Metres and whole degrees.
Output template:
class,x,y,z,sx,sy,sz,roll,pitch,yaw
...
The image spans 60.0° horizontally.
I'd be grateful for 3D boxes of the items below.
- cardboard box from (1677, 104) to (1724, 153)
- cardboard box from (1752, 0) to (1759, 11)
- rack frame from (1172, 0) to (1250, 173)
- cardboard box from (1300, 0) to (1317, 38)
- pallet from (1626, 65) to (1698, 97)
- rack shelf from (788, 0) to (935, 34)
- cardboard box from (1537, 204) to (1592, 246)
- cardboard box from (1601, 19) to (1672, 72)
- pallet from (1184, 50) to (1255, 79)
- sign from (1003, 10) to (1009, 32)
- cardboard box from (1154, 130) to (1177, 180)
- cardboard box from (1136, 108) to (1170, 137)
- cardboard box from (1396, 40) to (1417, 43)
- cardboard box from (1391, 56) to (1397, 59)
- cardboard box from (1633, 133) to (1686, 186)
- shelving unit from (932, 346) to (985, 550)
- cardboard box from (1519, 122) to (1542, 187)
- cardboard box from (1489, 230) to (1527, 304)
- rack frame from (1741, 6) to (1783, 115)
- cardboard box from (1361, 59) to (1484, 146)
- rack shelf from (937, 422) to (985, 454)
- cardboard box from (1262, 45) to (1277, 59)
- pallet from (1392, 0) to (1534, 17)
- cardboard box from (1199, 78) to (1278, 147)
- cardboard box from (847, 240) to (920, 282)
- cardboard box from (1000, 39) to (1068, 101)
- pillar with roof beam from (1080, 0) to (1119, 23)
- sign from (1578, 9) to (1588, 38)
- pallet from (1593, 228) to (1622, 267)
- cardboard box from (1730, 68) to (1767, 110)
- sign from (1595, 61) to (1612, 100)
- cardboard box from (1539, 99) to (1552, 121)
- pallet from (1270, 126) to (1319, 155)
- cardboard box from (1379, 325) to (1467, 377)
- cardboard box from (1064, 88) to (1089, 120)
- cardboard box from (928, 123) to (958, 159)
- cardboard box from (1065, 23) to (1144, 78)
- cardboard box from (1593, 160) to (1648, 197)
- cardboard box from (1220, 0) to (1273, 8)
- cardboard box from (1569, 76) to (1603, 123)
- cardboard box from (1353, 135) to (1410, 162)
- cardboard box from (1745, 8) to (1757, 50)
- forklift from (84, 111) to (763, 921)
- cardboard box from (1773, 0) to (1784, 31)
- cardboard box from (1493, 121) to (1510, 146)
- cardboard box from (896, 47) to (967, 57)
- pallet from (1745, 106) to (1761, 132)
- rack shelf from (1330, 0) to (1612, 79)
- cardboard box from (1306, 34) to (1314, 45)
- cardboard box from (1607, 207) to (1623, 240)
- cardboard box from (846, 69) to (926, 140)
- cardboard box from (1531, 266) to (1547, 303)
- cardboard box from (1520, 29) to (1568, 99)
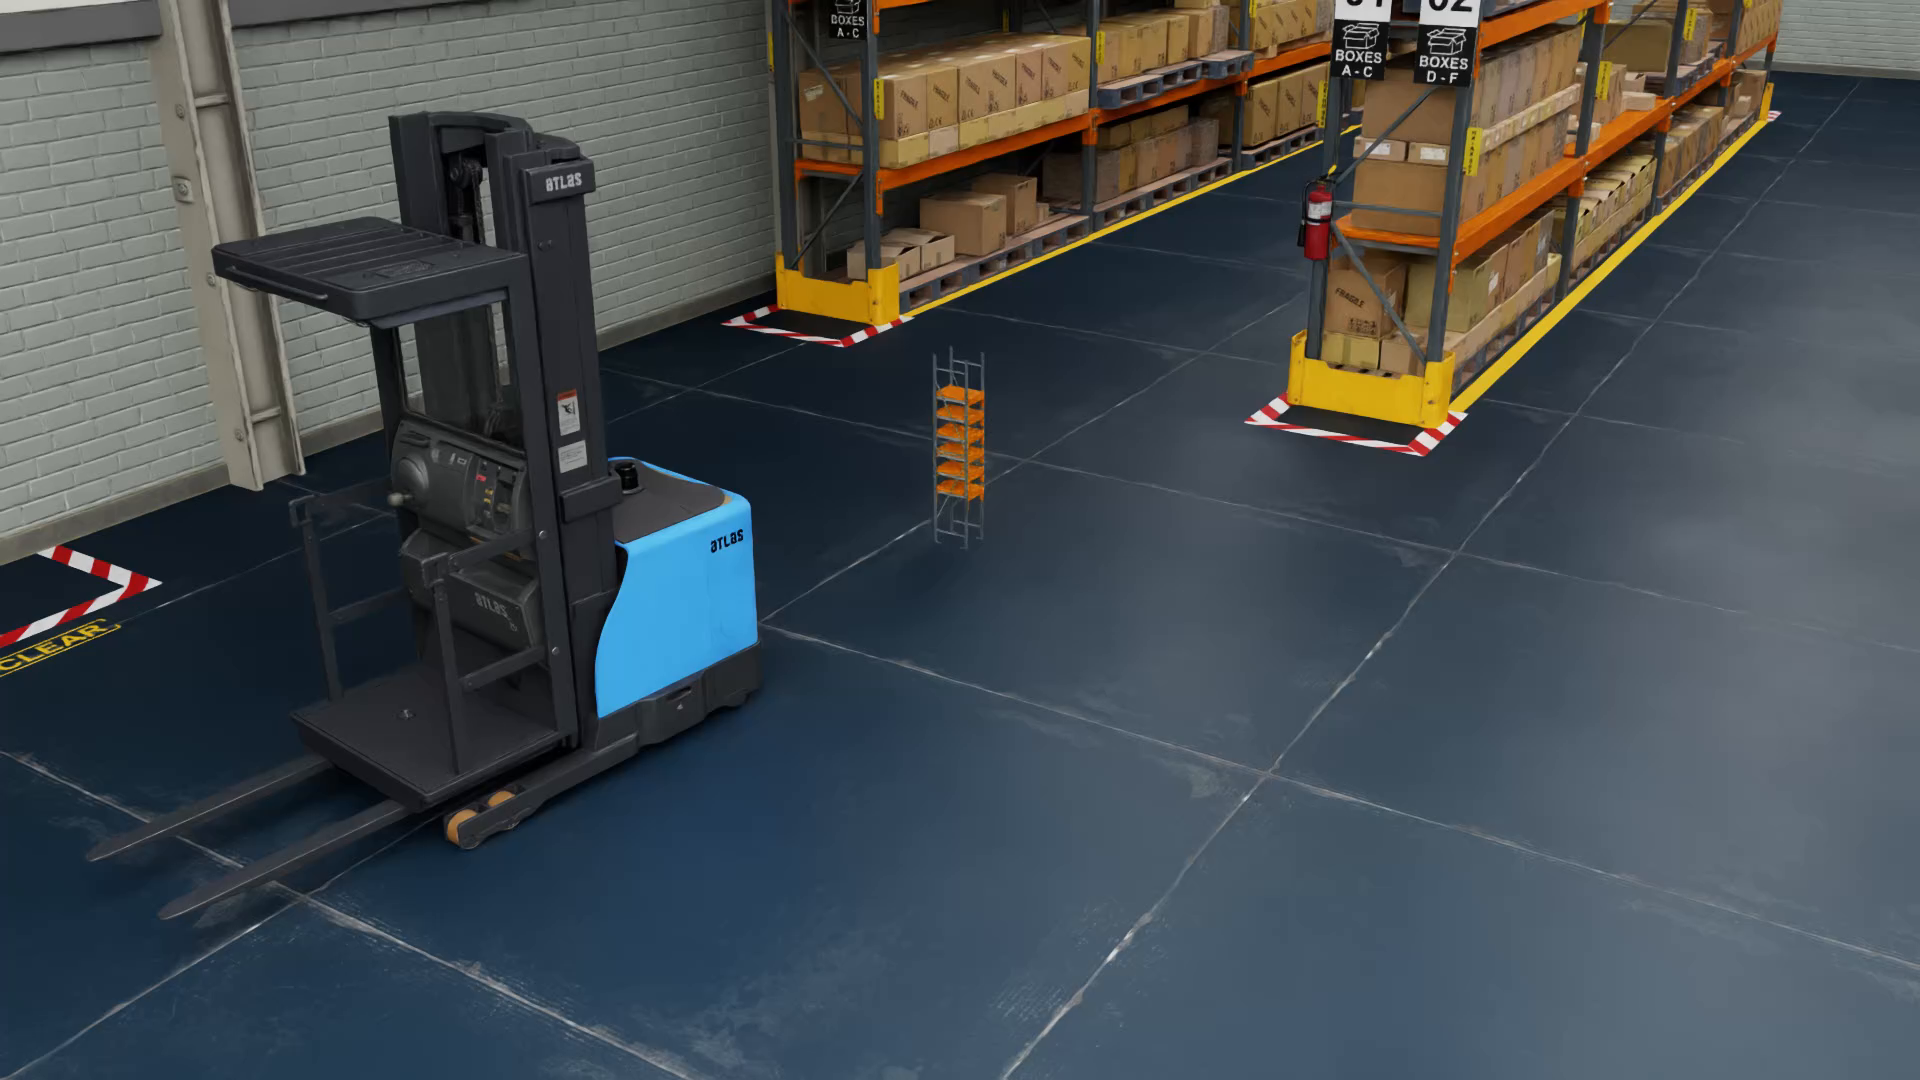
class,x,y,z,sx,sy,sz,roll,pitch,yaw
cardboard box,9.381,-5.245,21.183,0.500,0.500,0.500,14,27,29
cardboard box,10.158,-7.196,21.712,0.500,0.500,0.500,13,27,27
rack frame,3.078,-6.104,20.574,1.000,3.000,0.127,14,27,29
cardboard box,4.366,-6.925,21.945,0.500,0.500,0.500,15,27,30
pallet,7.586,-5.222,18.779,1.213,0.211,1.003,14,27,29
rack shelf,-0.087,-5.125,15.443,1.077,0.370,4.000,14,27,29
cardboard box,5.608,-2.992,15.613,0.500,0.311,0.500,14,27,29
cardboard box,7.525,-5.542,18.621,0.700,0.500,0.500,5,24,11
pallet,2.792,-5.753,20.005,1.213,0.211,1.003,14,27,29
sign,0.494,-5.400,17.491,0.100,0.325,0.005,14,27,29
cardboard box,2.134,-4.581,19.650,0.700,0.500,0.500,14,27,29
cardboard box,2.121,-4.895,19.430,0.500,0.250,0.500,14,27,29
cardboard box,7.101,-7.808,26.313,0.380,0.149,0.250,14,27,28
cardboard box,6.485,-7.253,25.847,0.700,0.500,0.500,13,27,27
cardboard box,8.043,-4.393,19.215,0.500,0.500,0.500,13,27,27
shelving unit,-0.008,-0.546,10.000,0.258,1.200,0.189,14,27,29
cardboard box,4.409,-3.264,13.888,0.700,0.500,0.500,14,27,30
cardboard box,4.334,-2.282,13.734,0.500,0.500,0.500,14,27,29
rack frame,11.508,-7.767,24.416,1.000,3.000,0.127,14,27,29
cardboard box,3.353,-3.181,12.063,0.700,0.500,0.500,14,27,29
rack shelf,-0.008,-0.615,9.970,0.258,0.103,0.180,14,27,29
cardboard box,3.801,-6.215,21.123,0.380,0.149,0.250,15,27,31
pallet,3.463,-3.936,11.902,1.003,0.211,1.213,14,27,29
cardboard box,3.577,-5.531,21.427,0.750,0.750,0.750,13,27,28
cardboard box,-0.701,-2.586,15.279,0.500,0.311,0.500,11,26,23
cardboard box,0.723,-4.644,16.422,0.500,0.500,0.500,14,27,29
pillar with roof beam,5.315,-7.697,16.703,9.100,9.000,0.400,14,27,29
sign,6.822,-5.672,18.220,0.100,0.325,0.005,14,27,29
pallet,6.176,-3.107,17.162,1.003,0.211,1.213,14,27,29
cardboard box,11.431,-6.587,24.282,0.500,0.500,0.500,14,27,29
sign,5.651,-4.035,14.605,0.100,0.325,0.005,14,27,29
cardboard box,4.679,-3.581,13.803,0.380,0.149,0.250,14,27,29
pallet,4.202,-5.484,22.653,1.003,0.211,1.213,14,27,29
cardboard box,3.540,-1.432,12.715,0.500,0.250,0.500,14,27,29
cardboard box,0.976,-4.471,16.965,0.500,0.250,0.500,14,27,29
cardboard box,-0.353,-3.620,15.001,0.500,0.250,0.500,13,27,27
cardboard box,1.566,-5.353,18.160,0.700,0.500,0.500,17,29,34
cardboard box,6.953,-3.850,17.594,0.500,0.311,0.500,13,27,28
cardboard box,3.552,-6.748,20.593,0.500,0.250,0.500,15,27,30
cardboard box,5.875,-4.196,16.042,0.500,0.500,0.500,16,28,33
cardboard box,3.108,-2.879,12.183,0.380,0.149,0.250,13,27,28
cardboard box,10.166,-6.751,21.944,0.500,0.500,0.500,14,27,30
forklift,-2.325,-0.237,7.109,1.130,2.935,3.031,18,29,36
cardboard box,11.503,-7.605,23.915,0.500,0.500,0.500,15,27,31
cardboard box,4.001,-3.146,12.800,0.380,0.149,0.250,13,27,27
cardboard box,-0.265,-4.405,15.869,0.500,0.500,0.500,14,27,30
pallet,11.048,-6.192,24.289,1.003,0.211,1.213,14,27,29
rack shelf,4.123,-4.088,13.048,1.077,0.370,4.000,14,27,29
cardboard box,4.543,-6.755,22.368,0.380,0.149,0.250,13,27,28
cardboard box,6.412,-3.251,16.917,0.500,0.250,0.500,14,27,30
cardboard box,-0.635,-3.786,14.440,0.500,0.500,0.500,14,27,29
cardboard box,4.847,-2.279,14.671,0.500,0.250,0.500,14,27,29
cardboard box,4.684,-4.036,14.039,0.700,0.500,0.500,14,27,29
